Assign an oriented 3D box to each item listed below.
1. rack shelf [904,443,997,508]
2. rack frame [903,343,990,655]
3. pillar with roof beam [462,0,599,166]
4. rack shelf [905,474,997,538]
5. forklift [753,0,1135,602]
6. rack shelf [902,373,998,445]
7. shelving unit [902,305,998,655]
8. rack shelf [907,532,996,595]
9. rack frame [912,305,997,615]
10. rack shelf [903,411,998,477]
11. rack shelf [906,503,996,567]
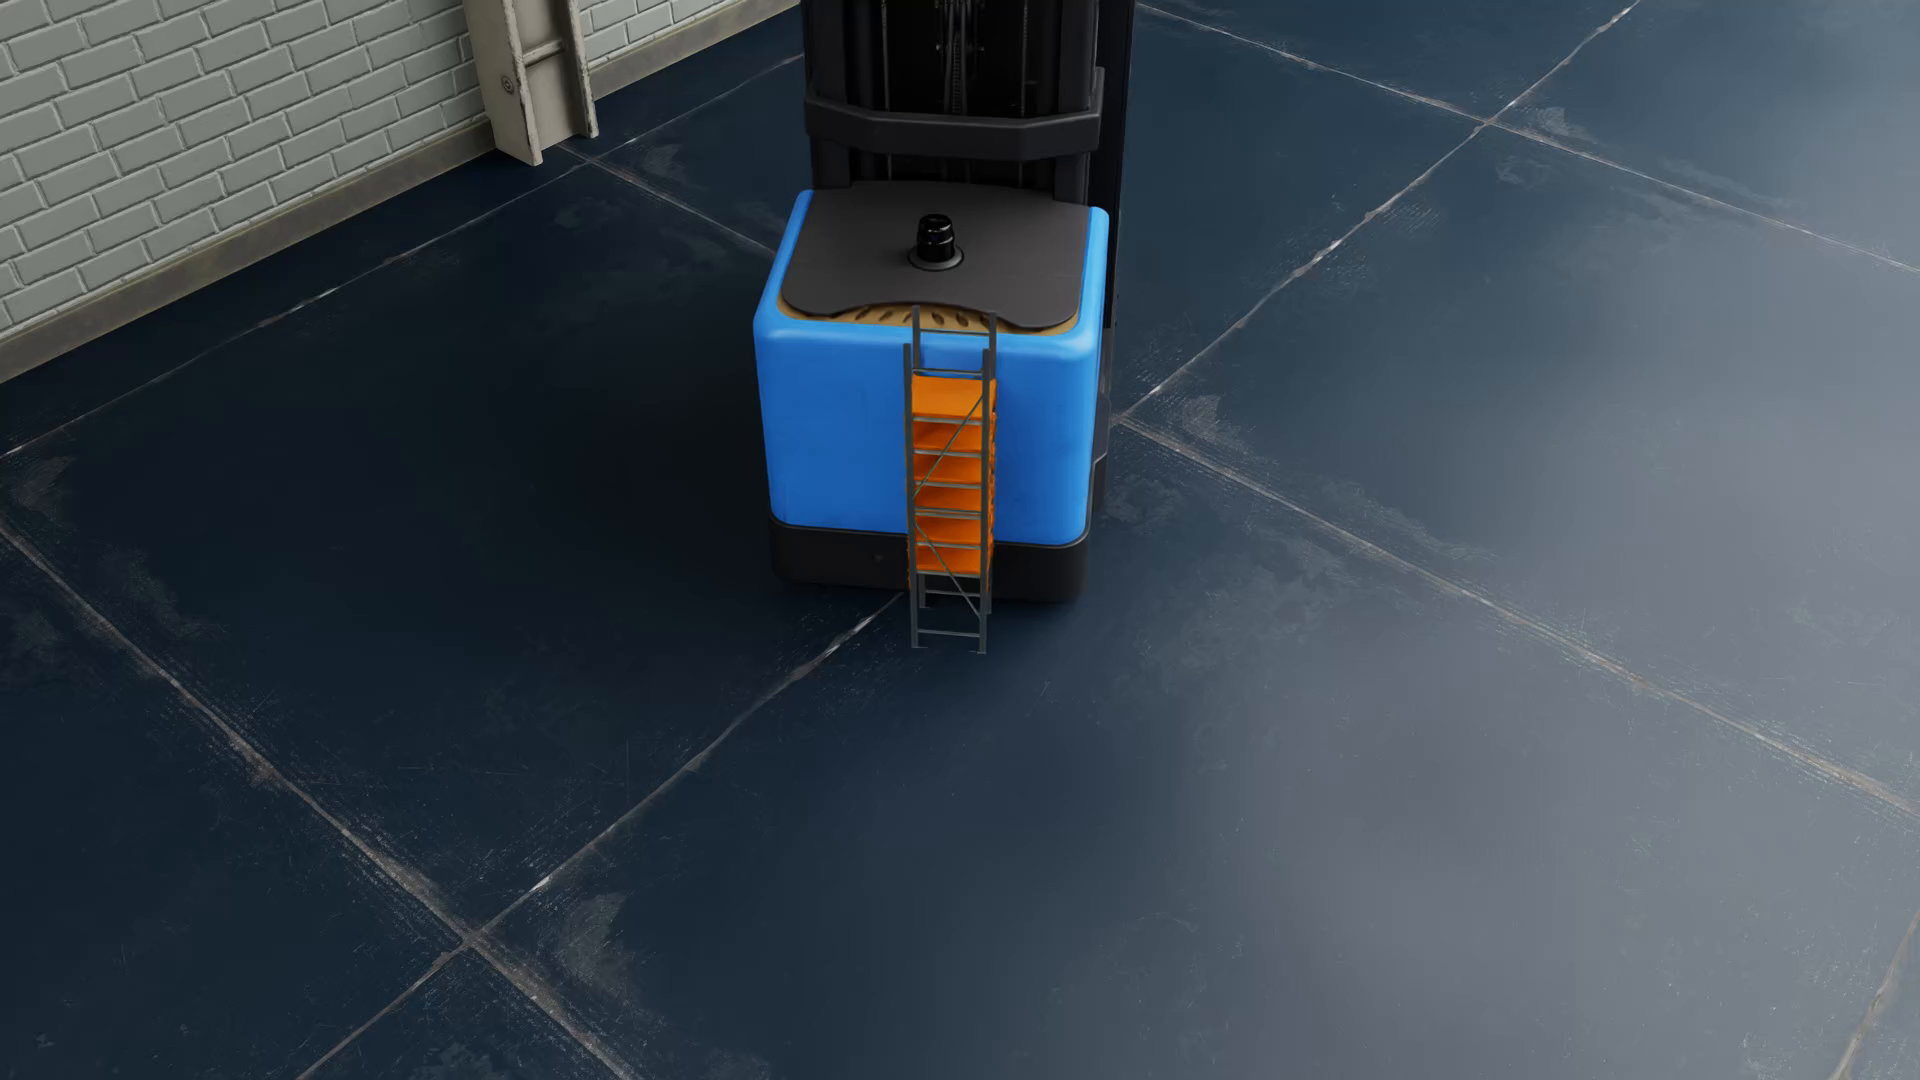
[{"bbox_3d":[-0.026,-0.203,4.969,0.258,0.103,0.180,4,42,5],"label":"rack shelf"},{"bbox_3d":[-0.037,-0.086,4.953,0.240,1.200,0.006,4,42,5],"label":"rack frame"},{"bbox_3d":[1.349,-3.349,2.744,9.100,9.000,0.400,29,50,28],"label":"pillar with roof beam"},{"bbox_3d":[-0.026,-0.114,5.050,0.258,0.103,0.180,4,42,5],"label":"rack shelf"},{"bbox_3d":[0.053,-1.873,5.632,1.130,2.935,3.031,4,42,5],"label":"forklift"},{"bbox_3d":[-0.026,-0.381,4.808,0.258,0.103,0.180,4,42,5],"label":"rack shelf"},{"bbox_3d":[-0.026,-0.147,5.020,0.258,1.200,0.189,4,42,5],"label":"shelving unit"},{"bbox_3d":[-0.026,0.063,5.211,0.258,0.103,0.180,4,42,5],"label":"rack shelf"},{"bbox_3d":[-0.016,-0.208,5.087,0.240,1.200,0.006,4,42,5],"label":"rack frame"},{"bbox_3d":[-0.026,-0.292,4.888,0.258,0.103,0.180,4,42,5],"label":"rack shelf"},{"bbox_3d":[-0.026,-0.025,5.131,0.258,0.103,0.180,4,42,5],"label":"rack shelf"}]
